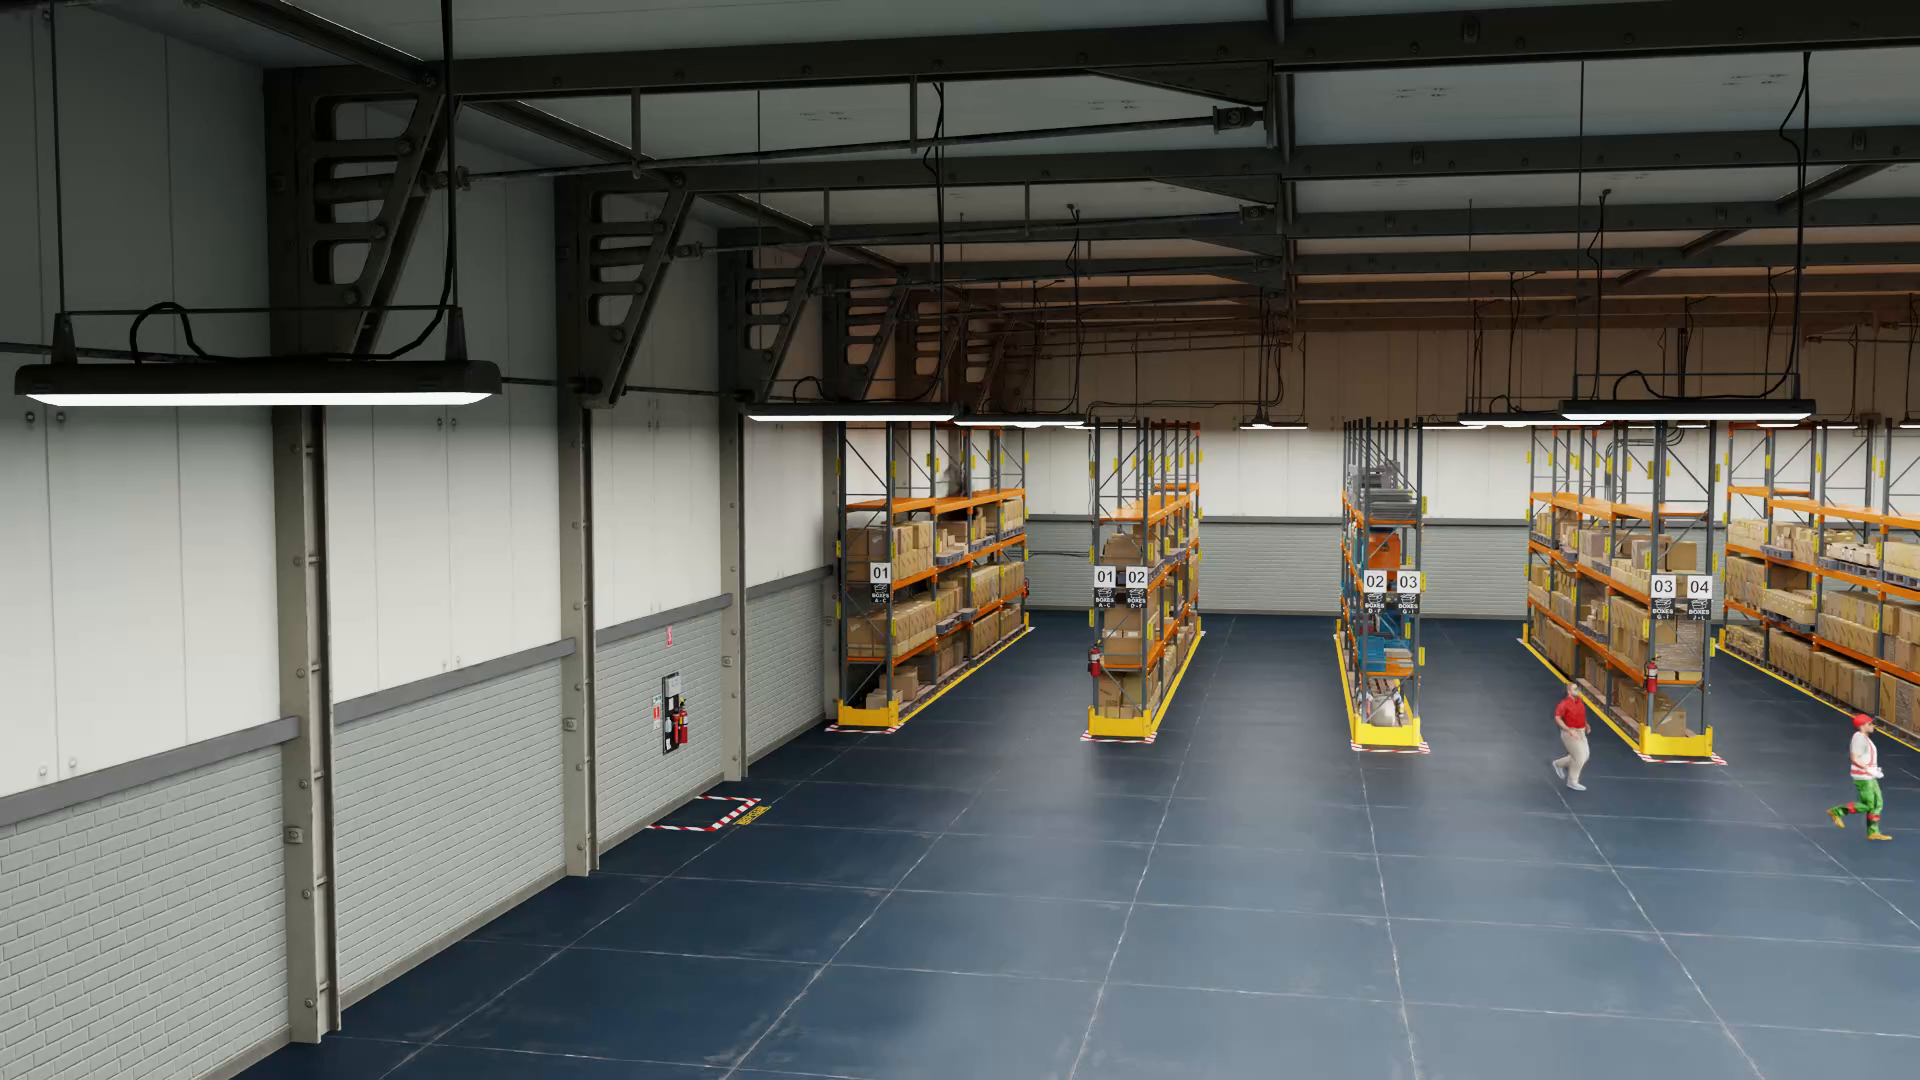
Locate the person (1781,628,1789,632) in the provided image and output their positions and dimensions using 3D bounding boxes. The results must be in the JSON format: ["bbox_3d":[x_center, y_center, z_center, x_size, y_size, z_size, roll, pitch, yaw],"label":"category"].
[{"bbox_3d":[22.117,2.038,44.397,0.662,1.611,0.581,-1,4,-20],"label":"person"}]

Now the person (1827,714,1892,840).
[{"bbox_3d":[12.671,3.322,23.378,0.806,1.756,0.674,2,4,32],"label":"person"}]

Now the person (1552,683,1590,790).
[{"bbox_3d":[9.843,3.146,26.833,0.658,1.705,0.612,-3,5,-40],"label":"person"}]
